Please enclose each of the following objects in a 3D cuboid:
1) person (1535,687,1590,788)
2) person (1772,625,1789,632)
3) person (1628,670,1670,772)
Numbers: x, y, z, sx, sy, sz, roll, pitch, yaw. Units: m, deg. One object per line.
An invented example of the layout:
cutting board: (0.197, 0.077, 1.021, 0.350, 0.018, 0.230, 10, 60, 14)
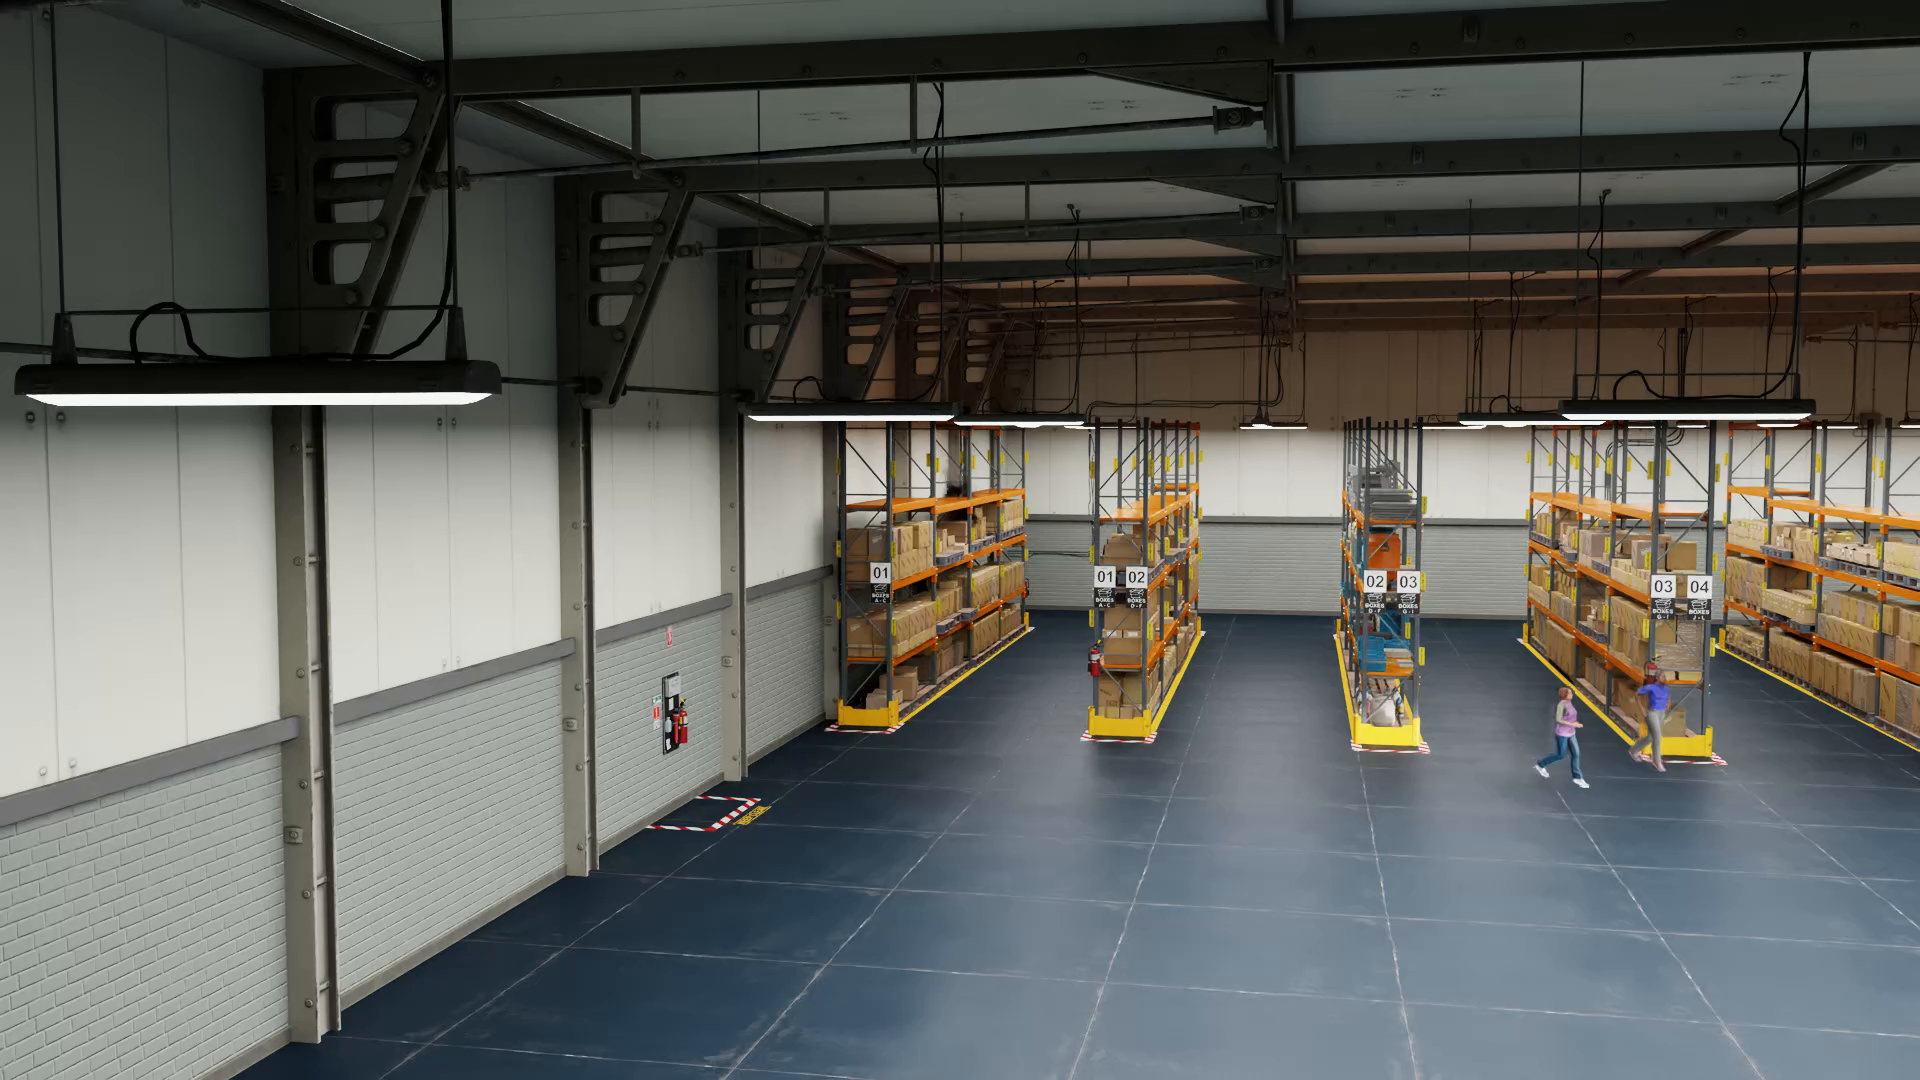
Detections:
person: (9.788, 3.170, 26.969, 0.876, 1.605, 0.551, 3, 5, 43)
person: (22.093, 1.980, 44.693, 0.698, 1.752, 0.607, -1, 4, -11)
person: (11.900, 3.068, 28.497, 0.599, 1.679, 0.875, -2, 4, -28)
